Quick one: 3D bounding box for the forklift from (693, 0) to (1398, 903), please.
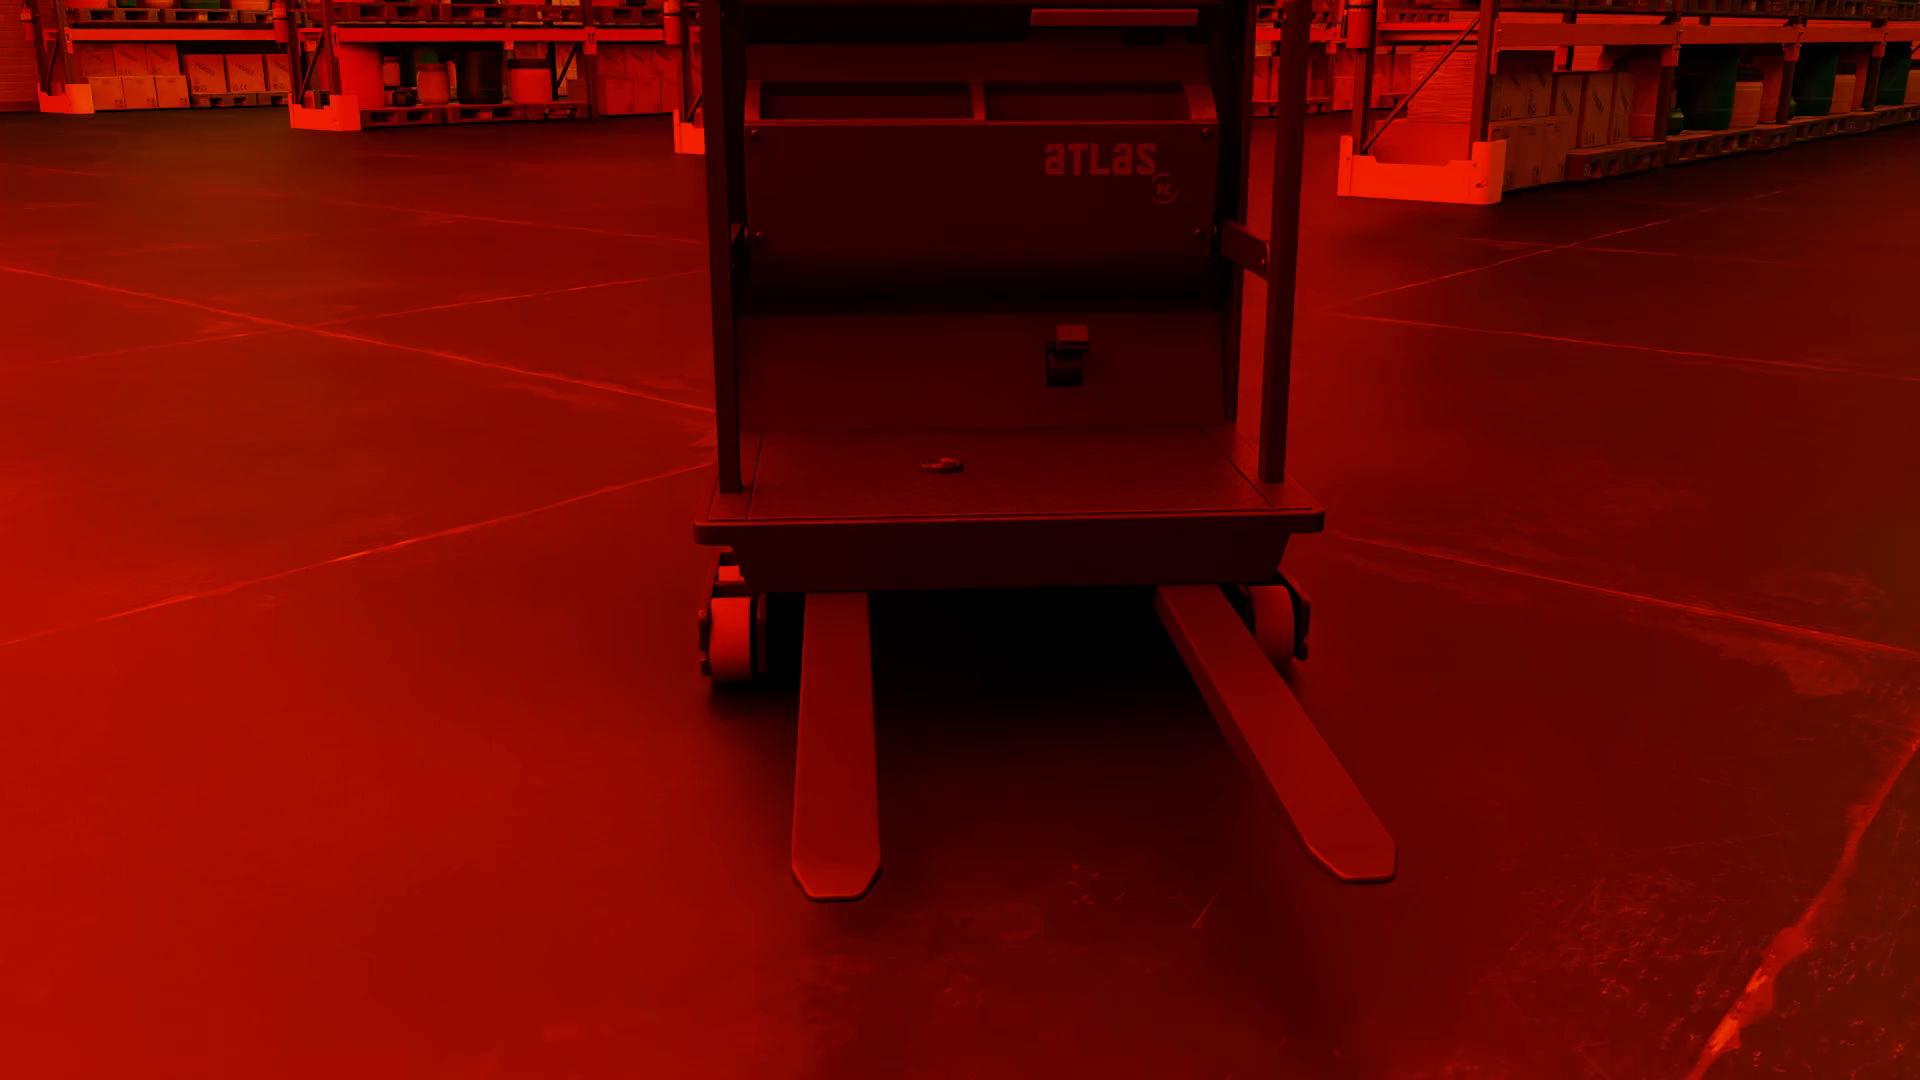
[{"bbox_3d":[0.060,-1.234,2.963,1.130,2.935,3.031,-1,17,-4],"label":"forklift"}]
